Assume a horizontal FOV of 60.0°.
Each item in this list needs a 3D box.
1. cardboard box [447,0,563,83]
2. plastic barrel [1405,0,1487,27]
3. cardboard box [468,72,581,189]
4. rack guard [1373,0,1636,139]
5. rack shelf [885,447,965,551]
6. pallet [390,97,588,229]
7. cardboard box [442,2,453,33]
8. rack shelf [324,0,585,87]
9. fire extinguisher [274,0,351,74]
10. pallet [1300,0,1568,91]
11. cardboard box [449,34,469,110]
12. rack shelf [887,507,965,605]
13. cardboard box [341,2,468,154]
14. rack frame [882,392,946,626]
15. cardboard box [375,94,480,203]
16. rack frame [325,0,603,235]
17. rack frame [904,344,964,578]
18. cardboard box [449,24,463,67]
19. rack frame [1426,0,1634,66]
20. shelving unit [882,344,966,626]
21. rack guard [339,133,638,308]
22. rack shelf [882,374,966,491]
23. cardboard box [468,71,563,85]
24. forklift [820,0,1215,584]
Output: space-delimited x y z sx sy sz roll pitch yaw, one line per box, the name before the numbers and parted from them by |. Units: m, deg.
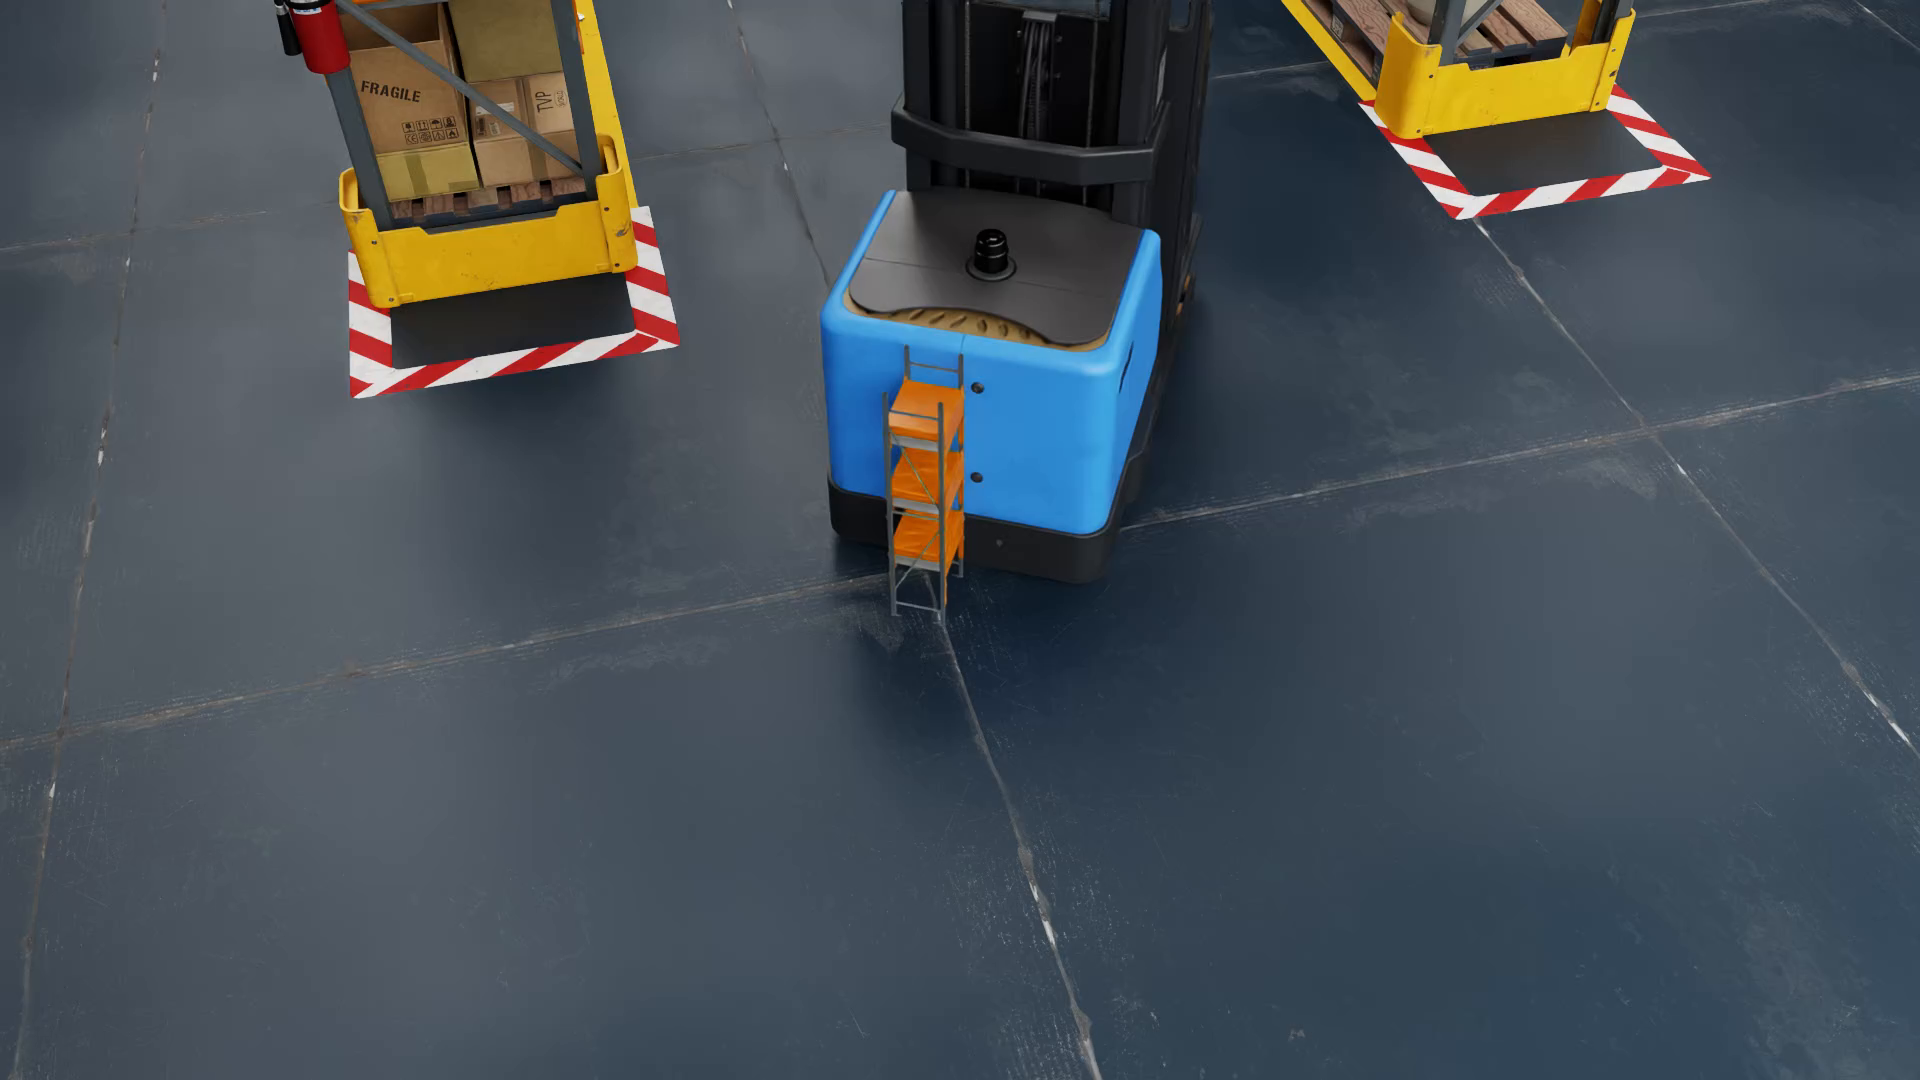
cardboard box | -2.099 -2.493 7.699 0.500 0.500 0.500 -11 47 -10
plastic barrel | 2.500 -2.910 8.450 0.421 0.512 0.421 0 46 0
cardboard box | -1.969 -1.886 7.629 0.500 0.250 0.500 -11 47 -10
rack guard | 2.678 -2.362 8.215 1.175 0.500 0.348 -11 47 -10
rack shelf | -0.117 -0.156 5.683 0.215 0.259 0.240 11 47 11
pallet | -2.283 -1.835 7.900 1.003 0.211 1.213 -11 47 -10
cardboard box | -2.742 -2.741 7.942 0.500 0.500 0.500 -11 47 -10
rack shelf | -2.559 -3.419 8.004 1.077 0.370 4.000 -11 47 -10
fire extinguisher | -2.466 -2.097 6.259 0.296 0.674 0.183 -11 47 -10
pallet | 2.475 -2.823 8.869 1.003 0.211 1.213 -11 47 -10
cardboard box | -2.609 -2.134 7.872 0.500 0.250 0.500 -11 47 -10
rack shelf | -0.117 0.039 5.881 0.215 0.259 0.240 11 47 11
cardboard box | -2.472 -2.053 7.268 0.500 0.500 0.500 -11 47 -10
rack frame | -0.149 -0.079 5.593 0.200 1.050 0.008 11 47 11
cardboard box | -2.470 -1.791 7.536 0.500 0.250 0.500 -11 47 -10
rack frame | -2.047 -2.290 6.394 1.000 3.000 0.127 -11 47 -10
rack frame | -0.085 -0.247 5.757 0.200 1.050 0.008 11 47 11
cardboard box | -2.739 -2.479 8.210 0.500 0.250 0.500 -11 47 -10
rack frame | 2.742 -3.193 7.279 1.000 3.000 0.127 -11 47 -10
shelving unit | -0.117 -0.163 5.675 0.215 1.050 0.252 11 47 11
rack guard | -2.041 -1.399 7.271 1.175 0.500 0.348 -11 47 -10
rack shelf | -0.117 -0.355 5.480 0.215 0.259 0.240 11 47 11
cardboard box | -2.101 -2.230 7.967 0.500 0.250 0.500 -11 47 -10
forklift | 0.396 -1.942 6.101 1.130 2.935 3.031 11 47 11
